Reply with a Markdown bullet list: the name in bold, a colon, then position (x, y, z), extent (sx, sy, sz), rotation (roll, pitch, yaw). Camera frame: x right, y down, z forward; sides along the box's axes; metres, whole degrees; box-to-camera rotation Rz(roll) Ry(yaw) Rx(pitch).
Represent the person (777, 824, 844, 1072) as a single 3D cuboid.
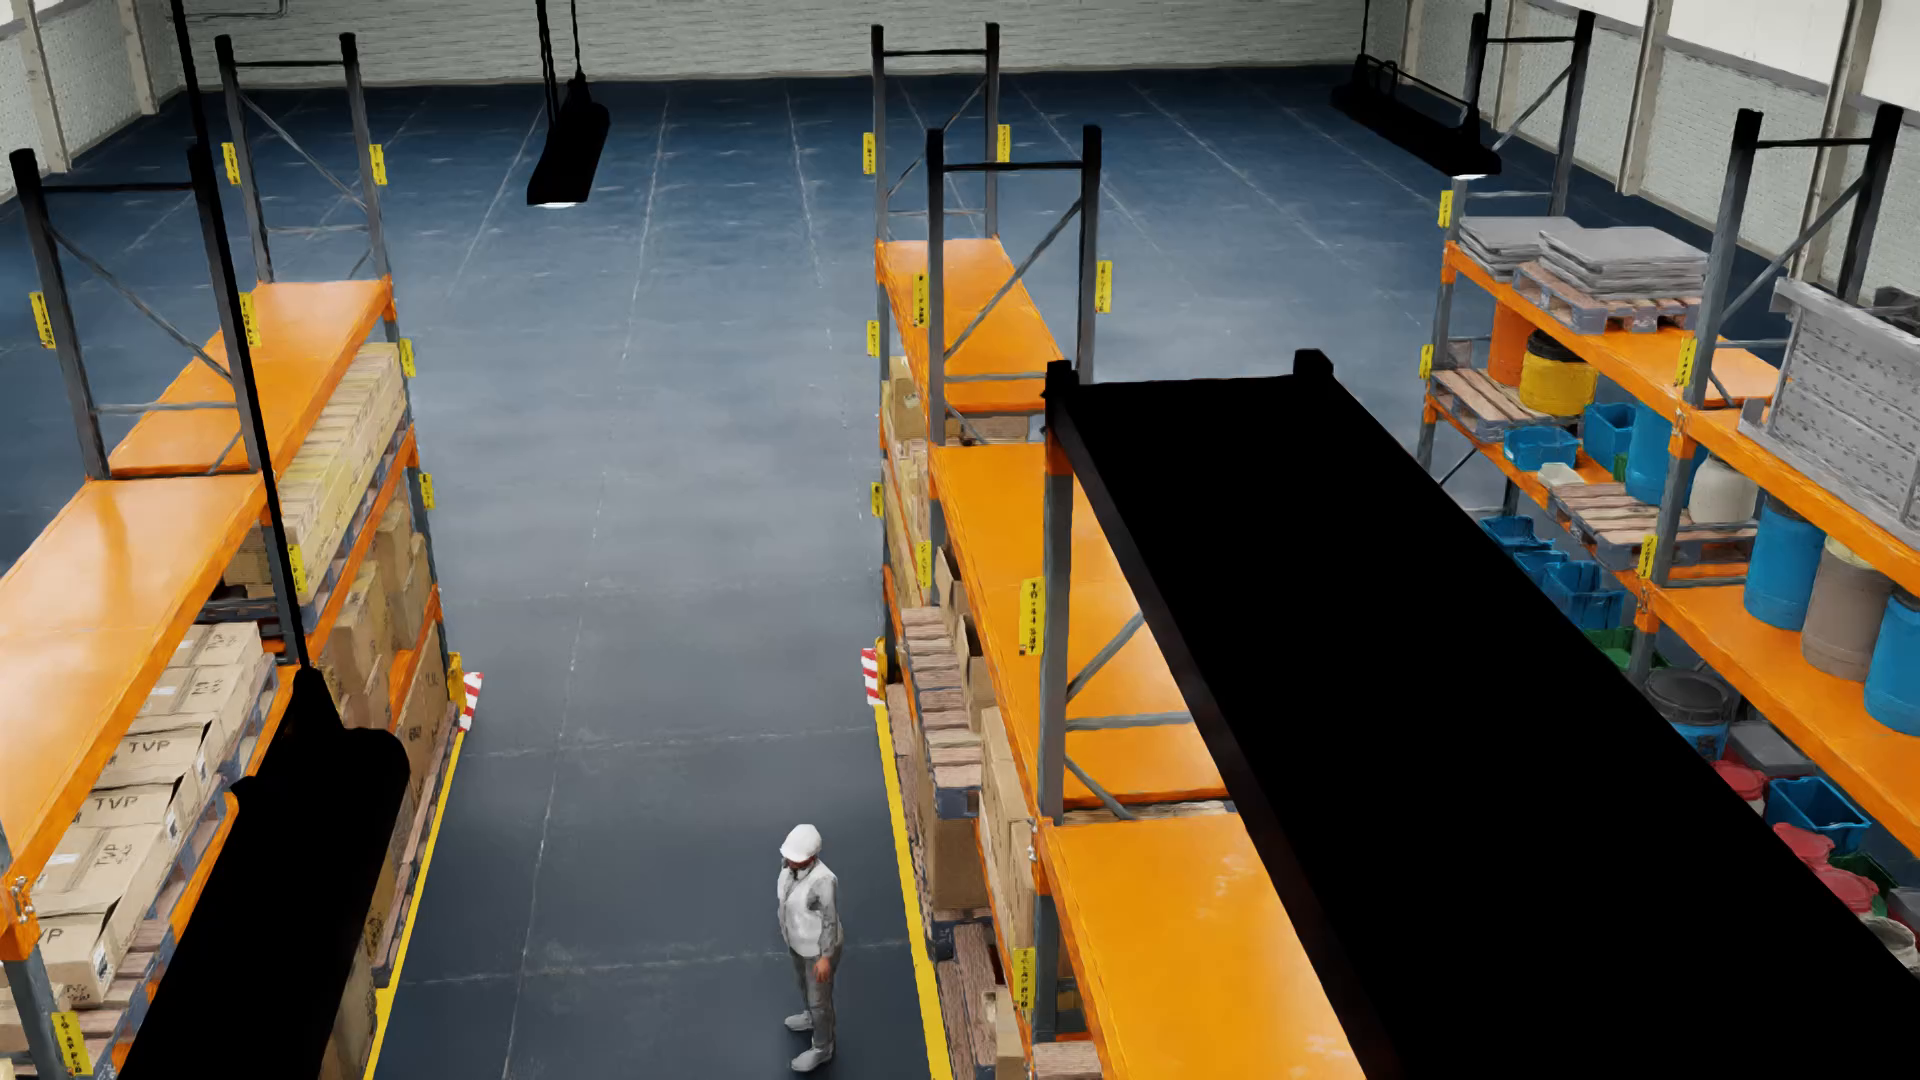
- **person**: position (-1.023, 2.633, 10.894), extent (0.463, 1.775, 0.601), rotation (-17, 30, -32)
